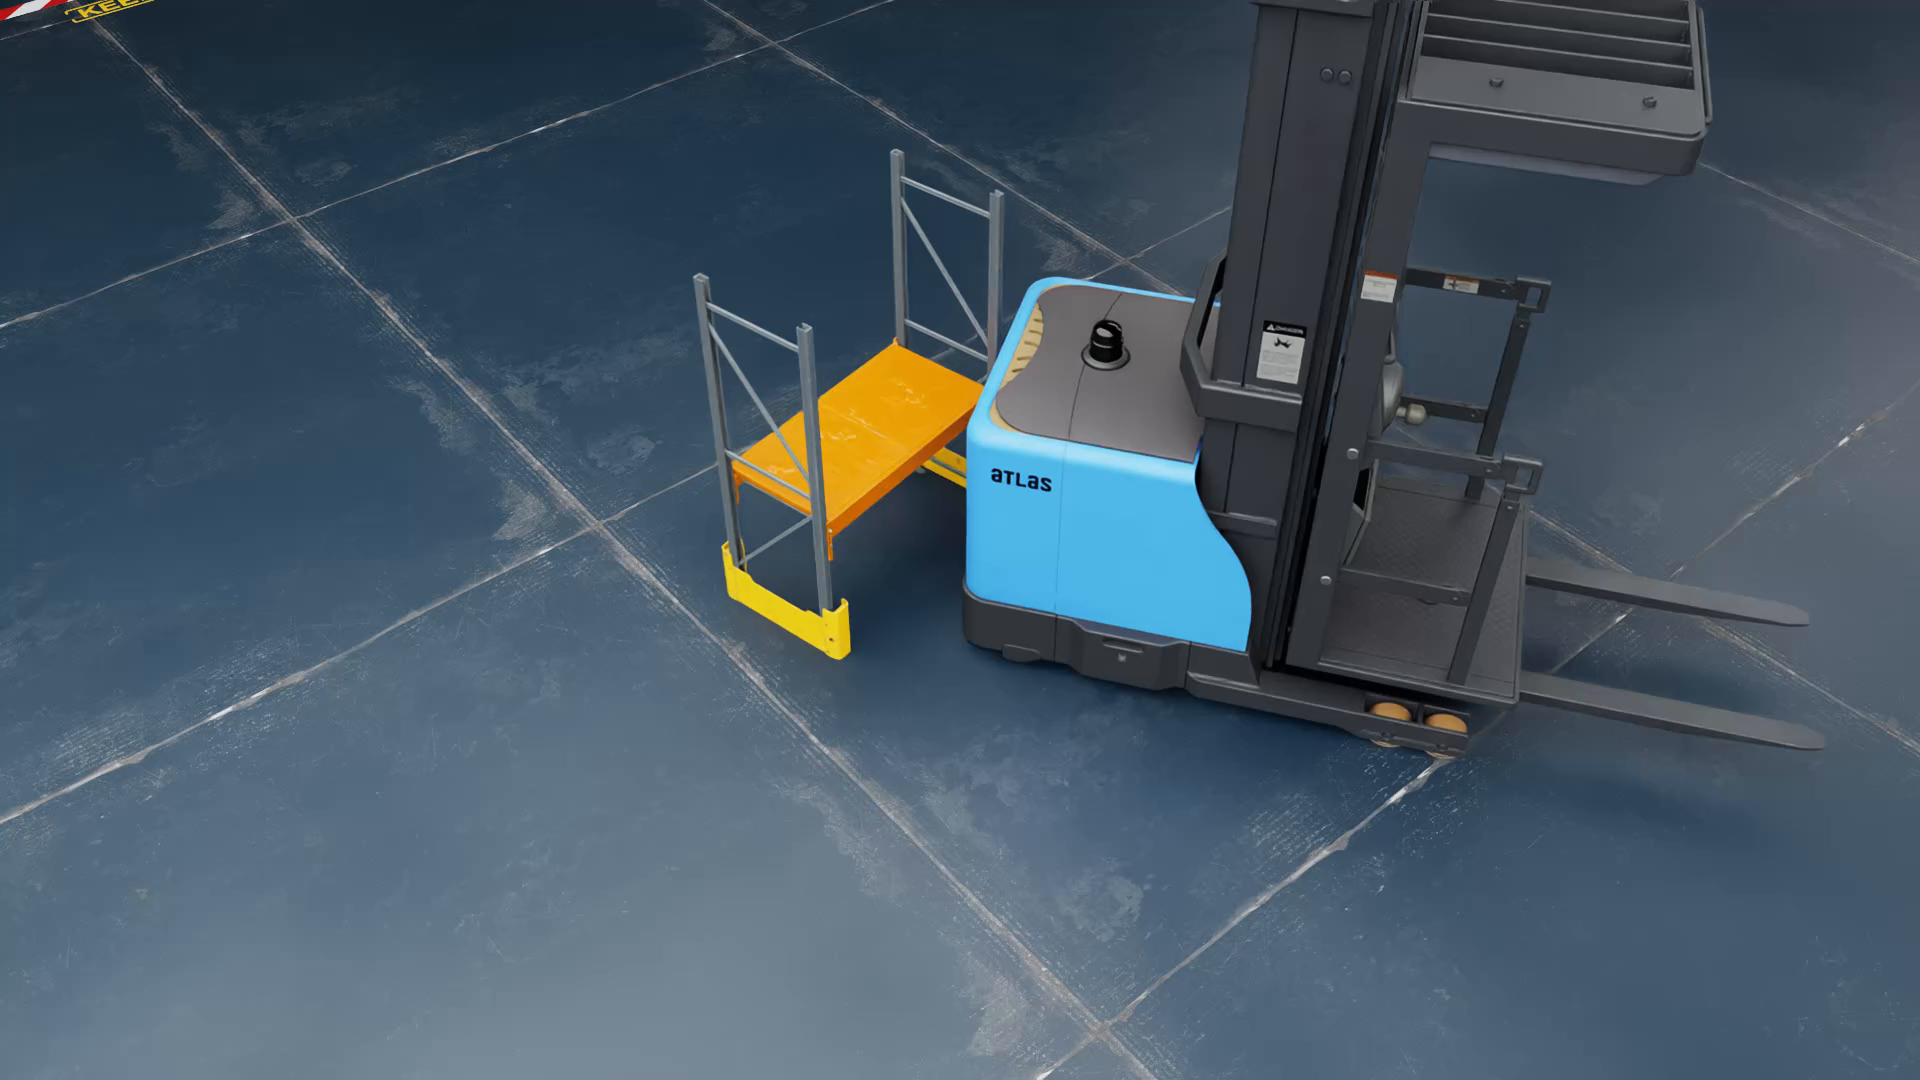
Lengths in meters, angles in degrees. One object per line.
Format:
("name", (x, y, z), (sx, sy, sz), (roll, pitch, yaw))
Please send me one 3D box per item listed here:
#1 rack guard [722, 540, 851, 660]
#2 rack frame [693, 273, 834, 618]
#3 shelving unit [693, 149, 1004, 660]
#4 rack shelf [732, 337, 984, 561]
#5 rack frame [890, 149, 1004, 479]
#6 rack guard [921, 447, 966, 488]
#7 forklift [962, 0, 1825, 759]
("rack guard", (-0.662, 0.221, 6.332), (0.587, 0.250, 0.087), (28, 50, 27))
("rack frame", (-0.674, -0.224, 5.893), (0.500, 1.500, 0.032), (28, 50, 27))
("shelving unit", (-0.356, -0.503, 6.190), (0.587, 1.500, 1.083), (28, 50, 27))
("rack shelf", (-0.362, -0.367, 6.308), (0.538, 0.185, 1.000), (28, 50, 27))
("rack frame", (-0.049, -0.773, 6.477), (0.500, 1.500, 0.032), (28, 50, 27))
("rack guard", (-0.050, -0.317, 6.905), (0.587, 0.250, 0.087), (28, 50, 27))
("forklift", (1.583, -0.698, 5.352), (3.031, 2.935, 1.130), (11, 44, 11))
